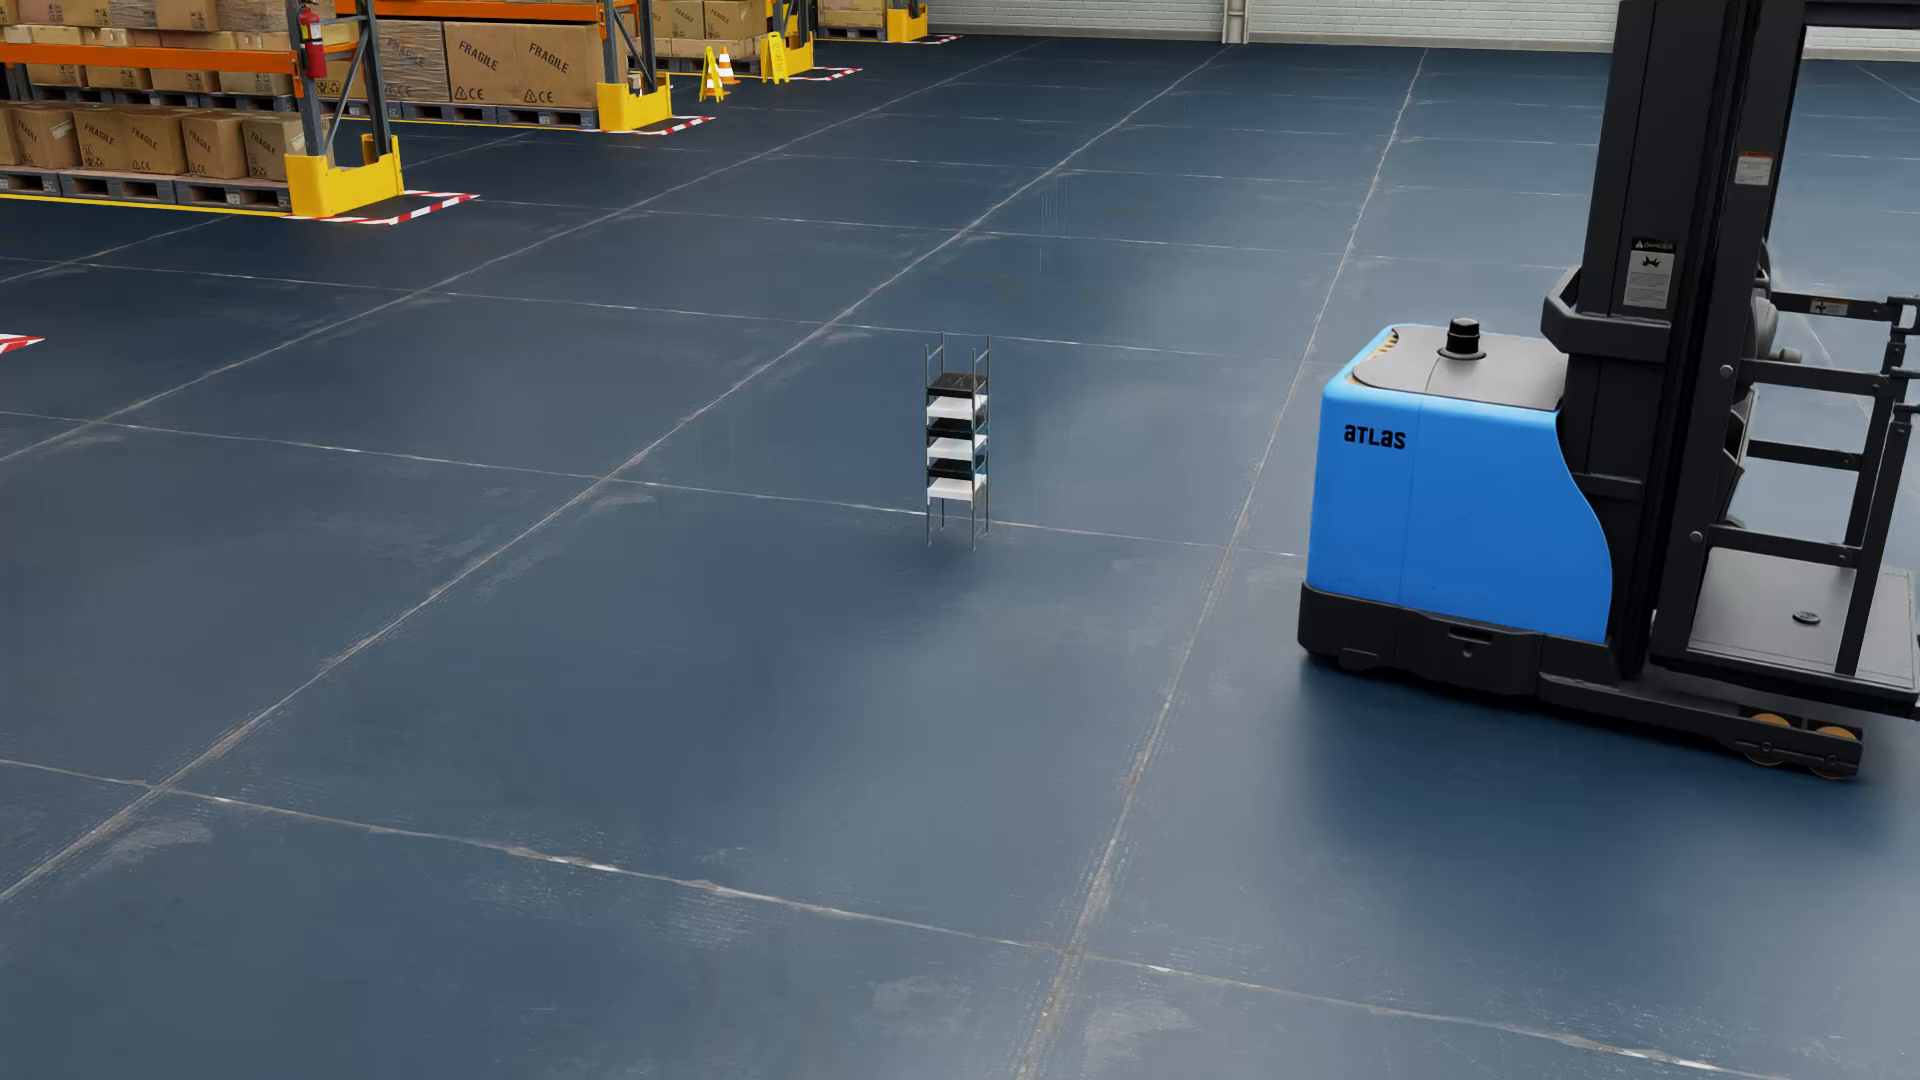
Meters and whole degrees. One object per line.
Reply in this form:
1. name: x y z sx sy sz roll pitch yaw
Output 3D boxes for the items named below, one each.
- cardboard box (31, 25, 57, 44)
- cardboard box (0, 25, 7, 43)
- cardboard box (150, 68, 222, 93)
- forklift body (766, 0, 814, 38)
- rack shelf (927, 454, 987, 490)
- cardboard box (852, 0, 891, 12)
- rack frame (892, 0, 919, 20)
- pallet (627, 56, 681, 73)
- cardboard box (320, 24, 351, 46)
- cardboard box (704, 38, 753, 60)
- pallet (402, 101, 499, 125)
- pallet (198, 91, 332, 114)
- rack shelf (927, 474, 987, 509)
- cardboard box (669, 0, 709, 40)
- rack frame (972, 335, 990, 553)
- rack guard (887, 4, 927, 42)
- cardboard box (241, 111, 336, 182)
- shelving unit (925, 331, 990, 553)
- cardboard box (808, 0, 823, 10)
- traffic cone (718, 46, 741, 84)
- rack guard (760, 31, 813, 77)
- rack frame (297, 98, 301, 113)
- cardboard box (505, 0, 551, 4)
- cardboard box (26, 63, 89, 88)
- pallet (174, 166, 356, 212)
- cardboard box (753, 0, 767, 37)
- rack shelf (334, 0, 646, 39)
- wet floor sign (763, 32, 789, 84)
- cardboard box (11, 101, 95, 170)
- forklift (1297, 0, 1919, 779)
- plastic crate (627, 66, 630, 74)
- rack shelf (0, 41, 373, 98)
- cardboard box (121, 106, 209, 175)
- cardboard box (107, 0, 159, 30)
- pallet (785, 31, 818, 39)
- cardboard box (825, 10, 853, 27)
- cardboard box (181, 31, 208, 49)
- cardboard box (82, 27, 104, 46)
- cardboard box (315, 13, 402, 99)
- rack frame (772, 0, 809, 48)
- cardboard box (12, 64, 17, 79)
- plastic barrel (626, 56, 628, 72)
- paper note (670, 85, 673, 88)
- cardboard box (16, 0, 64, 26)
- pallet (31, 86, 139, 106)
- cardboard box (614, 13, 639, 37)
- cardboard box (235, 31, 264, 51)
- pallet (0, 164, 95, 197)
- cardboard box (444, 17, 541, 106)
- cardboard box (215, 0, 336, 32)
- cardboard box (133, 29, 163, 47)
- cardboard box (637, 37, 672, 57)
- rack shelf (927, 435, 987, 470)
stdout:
1. cardboard box: -7.689 -4.338 14.225 0.250 0.149 0.380 7 23 16
2. cardboard box: -8.168 -4.393 14.358 0.250 0.149 0.380 7 23 16
3. cardboard box: -9.025 -5.802 19.874 0.750 0.750 1.050 7 23 15
4. forklift body: -3.232 -8.834 25.971 1.214 2.155 2.313 7 23 16
5. rack shelf: -0.008 -0.303 7.148 0.200 0.077 0.258 7 23 15
6. cardboard box: -1.446 -8.775 27.120 0.500 0.250 0.500 6 23 15
7. rack frame: -0.889 -9.681 26.919 0.127 3.000 1.000 7 23 16
8. pallet: -4.324 -6.832 23.648 1.213 0.211 1.003 7 23 16
9. cardboard box: -5.386 -4.279 14.079 0.250 0.149 0.380 7 23 16
10. cardboard box: -3.194 -6.793 22.948 0.500 0.250 0.500 6 23 15
11. pallet: -5.605 -4.971 19.112 1.213 0.211 1.003 7 23 15
12. pallet: -8.243 -5.274 19.848 1.213 0.211 1.003 7 23 16
13. rack shelf: -0.008 -0.220 7.182 0.200 0.077 0.258 7 23 15
14. cardboard box: -3.662 -7.196 22.941 0.500 0.500 0.500 7 23 17
15. rack frame: 0.090 -0.406 7.074 0.006 0.900 0.240 7 23 16
16. rack guard: -0.866 -8.522 27.387 0.348 0.500 1.175 7 23 16
17. cardboard box: -5.775 -3.389 14.321 0.500 0.500 0.500 11 25 25
18. shelving unit: -0.008 -0.417 7.101 0.210 0.900 0.258 7 23 16
19. cardboard box: -2.423 -8.882 27.383 0.500 0.250 0.500 6 23 14
20. traffic cone: -3.104 -6.282 21.976 0.334 0.463 0.336 7 23 16
21. rack guard: -2.392 -6.729 23.017 0.348 0.500 1.175 7 23 16
22. rack frame: -7.482 -6.506 19.179 0.127 3.000 1.000 7 23 16
23. cardboard box: -4.554 -6.214 18.269 0.550 0.550 0.875 7 23 16
24. cardboard box: -10.755 -5.999 20.353 0.750 0.750 1.050 6 23 15
25. pallet: -6.022 -3.097 14.542 1.213 0.211 1.003 7 23 16
26. cardboard box: -3.035 -7.338 23.288 0.500 0.500 0.500 6 23 14
27. rack shelf: -5.567 -5.954 18.781 4.000 0.370 1.077 7 23 16
28. wet floor sign: -2.447 -6.379 21.970 0.232 0.644 0.267 16 27 34
29. cardboard box: -8.090 -3.635 14.919 0.500 0.500 0.500 15 27 32
30. forklift: 2.802 -0.812 5.388 3.031 2.935 1.130 11 25 25
31. plastic crate: -4.883 -6.495 22.999 0.583 0.080 0.402 -1 22 -3
32. rack shelf: -7.097 -4.163 14.415 4.000 0.370 1.077 7 23 16
33. cardboard box: -6.951 -3.518 14.634 0.500 0.500 0.500 9 24 20
34. cardboard box: -6.680 -4.613 14.039 0.500 0.500 0.875 7 23 16
35. pallet: -2.798 -8.594 27.944 1.213 0.211 1.003 7 23 15
36. cardboard box: -1.904 -8.598 27.349 0.500 0.250 0.500 7 23 15
37. cardboard box: -6.243 -4.186 13.854 0.250 0.149 0.380 7 23 16
38. cardboard box: -7.200 -4.296 14.121 0.250 0.149 0.380 7 23 16
39. cardboard box: -6.900 -5.623 19.273 0.875 0.875 0.875 7 23 16
40. rack frame: -2.319 -7.877 22.522 0.127 3.000 1.000 7 23 16
41. cardboard box: -12.017 -5.960 20.587 0.500 0.500 0.500 6 23 15
42. plastic barrel: -4.734 -6.362 22.222 0.512 0.421 0.421 -14 26 -30
43. paper note: -3.799 -5.884 21.575 0.142 0.019 0.148 -1 22 -3
44. cardboard box: -7.622 -4.742 14.353 0.500 0.500 0.875 7 23 16
45. pallet: -10.579 -5.541 20.500 1.213 0.211 1.003 7 23 16
46. cardboard box: -4.650 -7.310 23.221 0.500 0.500 0.500 8 24 18
47. cardboard box: -5.754 -4.145 13.752 0.250 0.149 0.380 7 23 16
48. pallet: -8.358 -3.365 15.194 1.213 0.211 1.003 7 23 16
49. cardboard box: -5.164 -5.425 18.790 0.875 0.875 0.875 6 23 15
50. cardboard box: -5.701 -4.531 13.840 0.500 0.500 0.875 7 23 16
51. cardboard box: -6.716 -4.248 14.005 0.250 0.149 0.380 7 23 16
52. cardboard box: -4.167 -6.906 23.222 0.500 0.250 0.500 6 23 14
53. rack shelf: -0.008 -0.386 7.114 0.200 0.077 0.258 7 23 15
